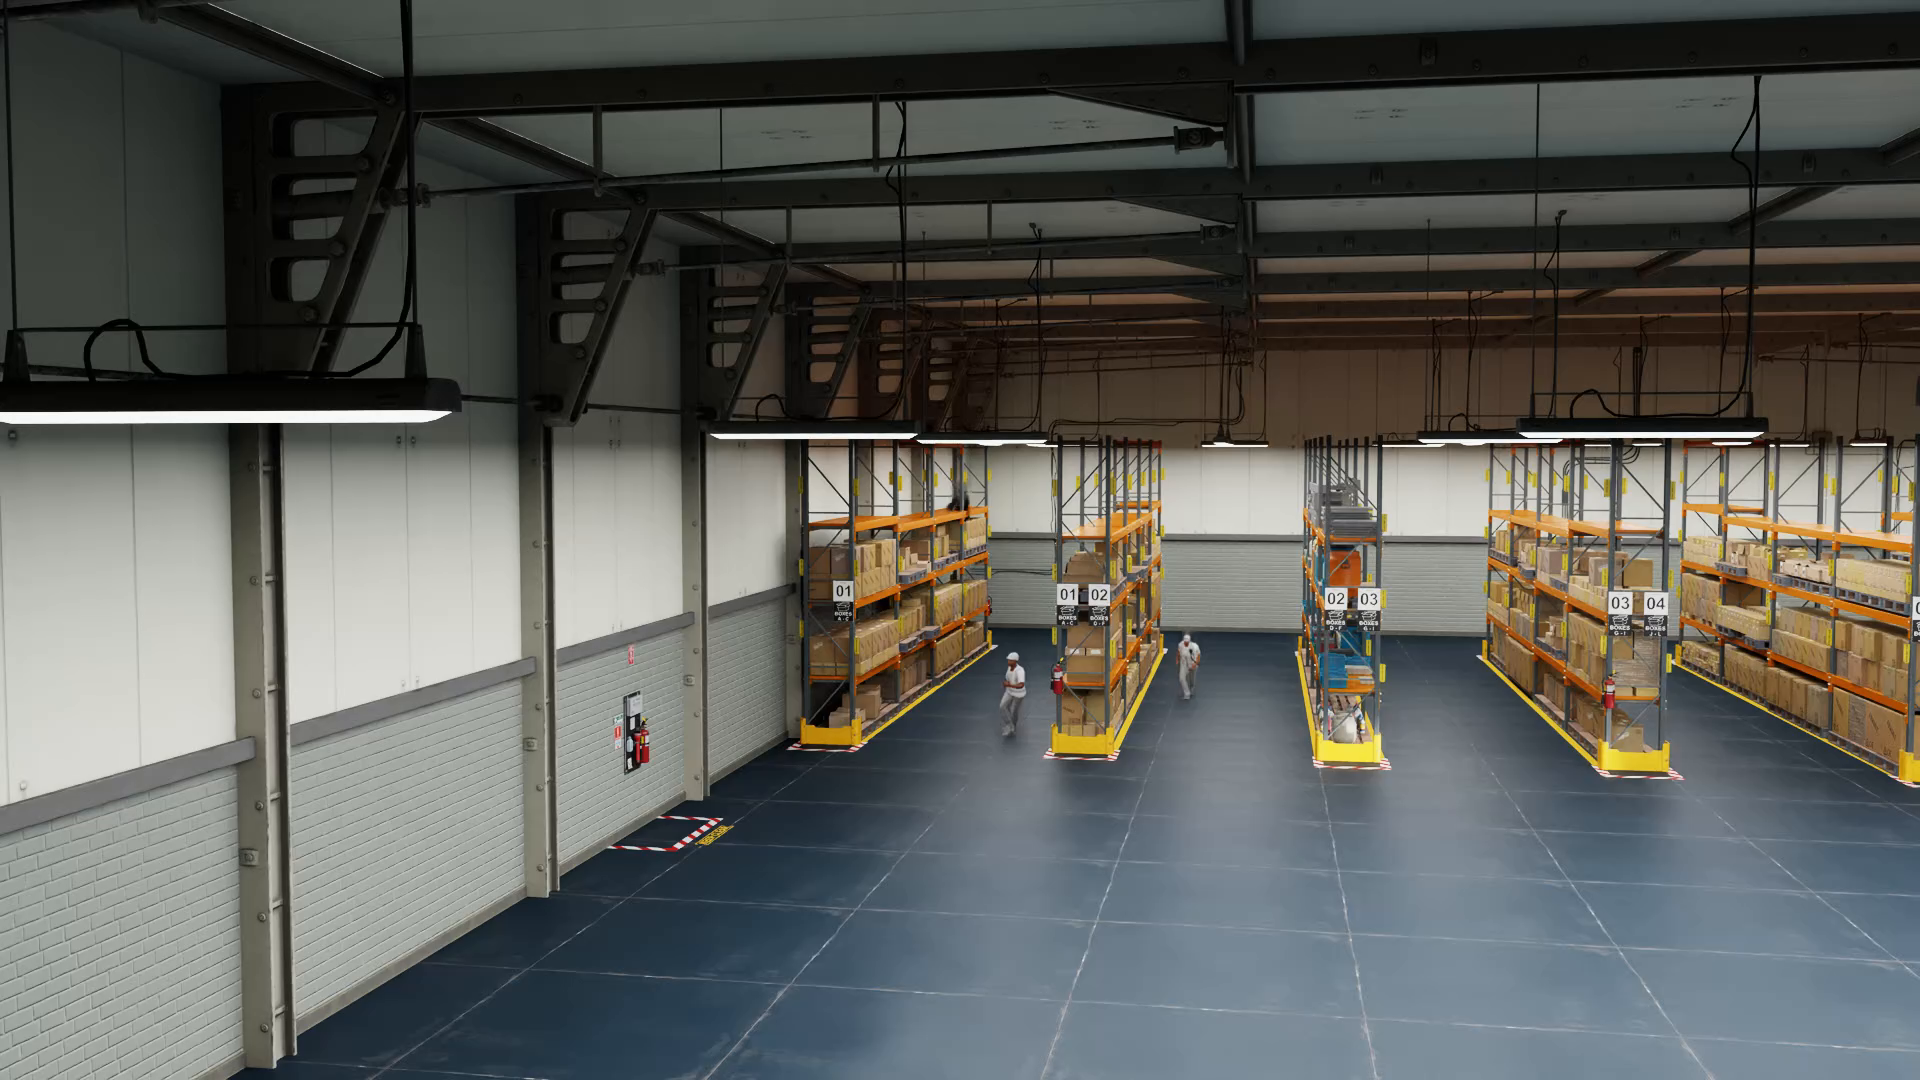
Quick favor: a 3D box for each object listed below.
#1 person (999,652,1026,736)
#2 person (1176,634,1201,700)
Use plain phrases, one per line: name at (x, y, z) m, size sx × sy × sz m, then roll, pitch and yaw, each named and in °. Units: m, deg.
person at (1.052, 3.061, 33.251) m, size 0.827 × 1.672 × 0.723 m, roll 3°, pitch 4°, yaw 42°
person at (5.290, 2.892, 38.320) m, size 0.595 × 1.522 × 1.063 m, roll 1°, pitch 3°, yaw 21°
